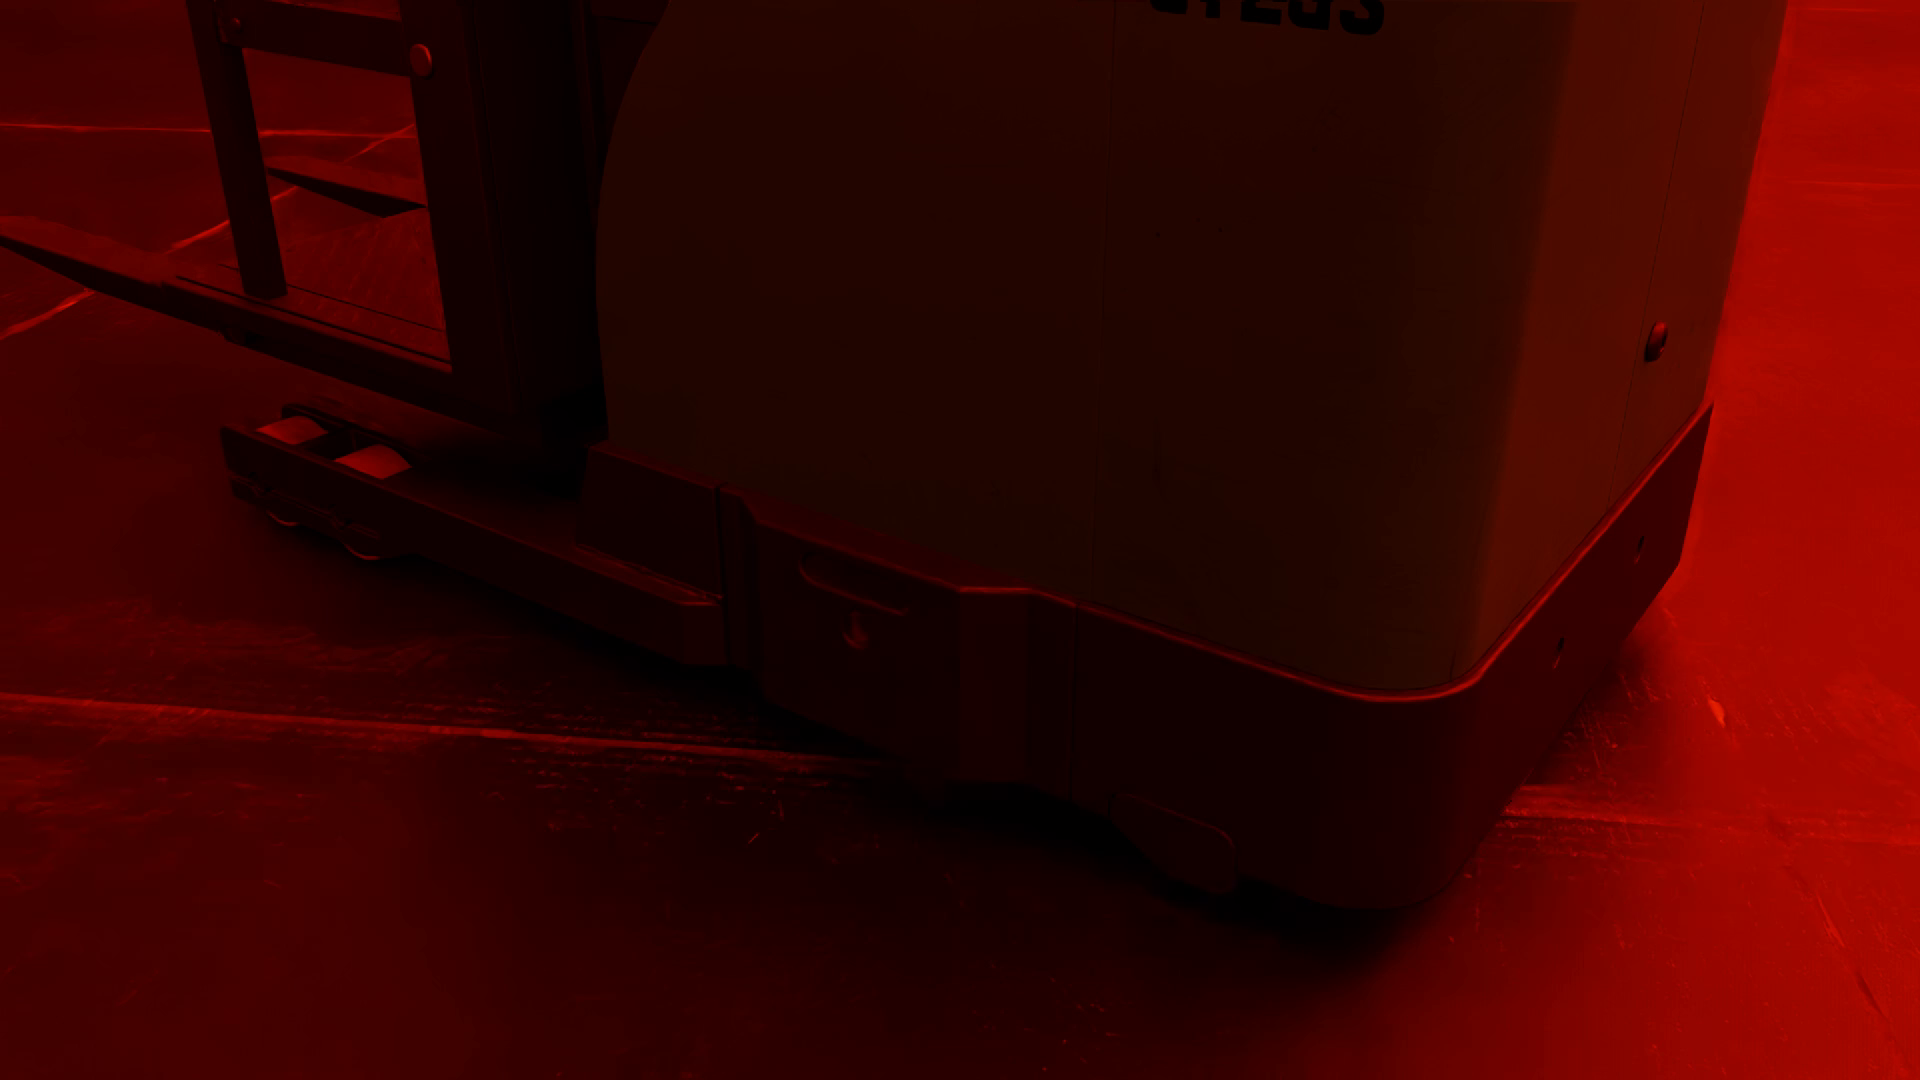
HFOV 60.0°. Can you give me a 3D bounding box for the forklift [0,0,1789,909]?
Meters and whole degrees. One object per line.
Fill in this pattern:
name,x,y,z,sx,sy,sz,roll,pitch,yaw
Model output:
forklift,-0.498,-1.453,2.130,3.031,2.935,1.130,18,32,32
